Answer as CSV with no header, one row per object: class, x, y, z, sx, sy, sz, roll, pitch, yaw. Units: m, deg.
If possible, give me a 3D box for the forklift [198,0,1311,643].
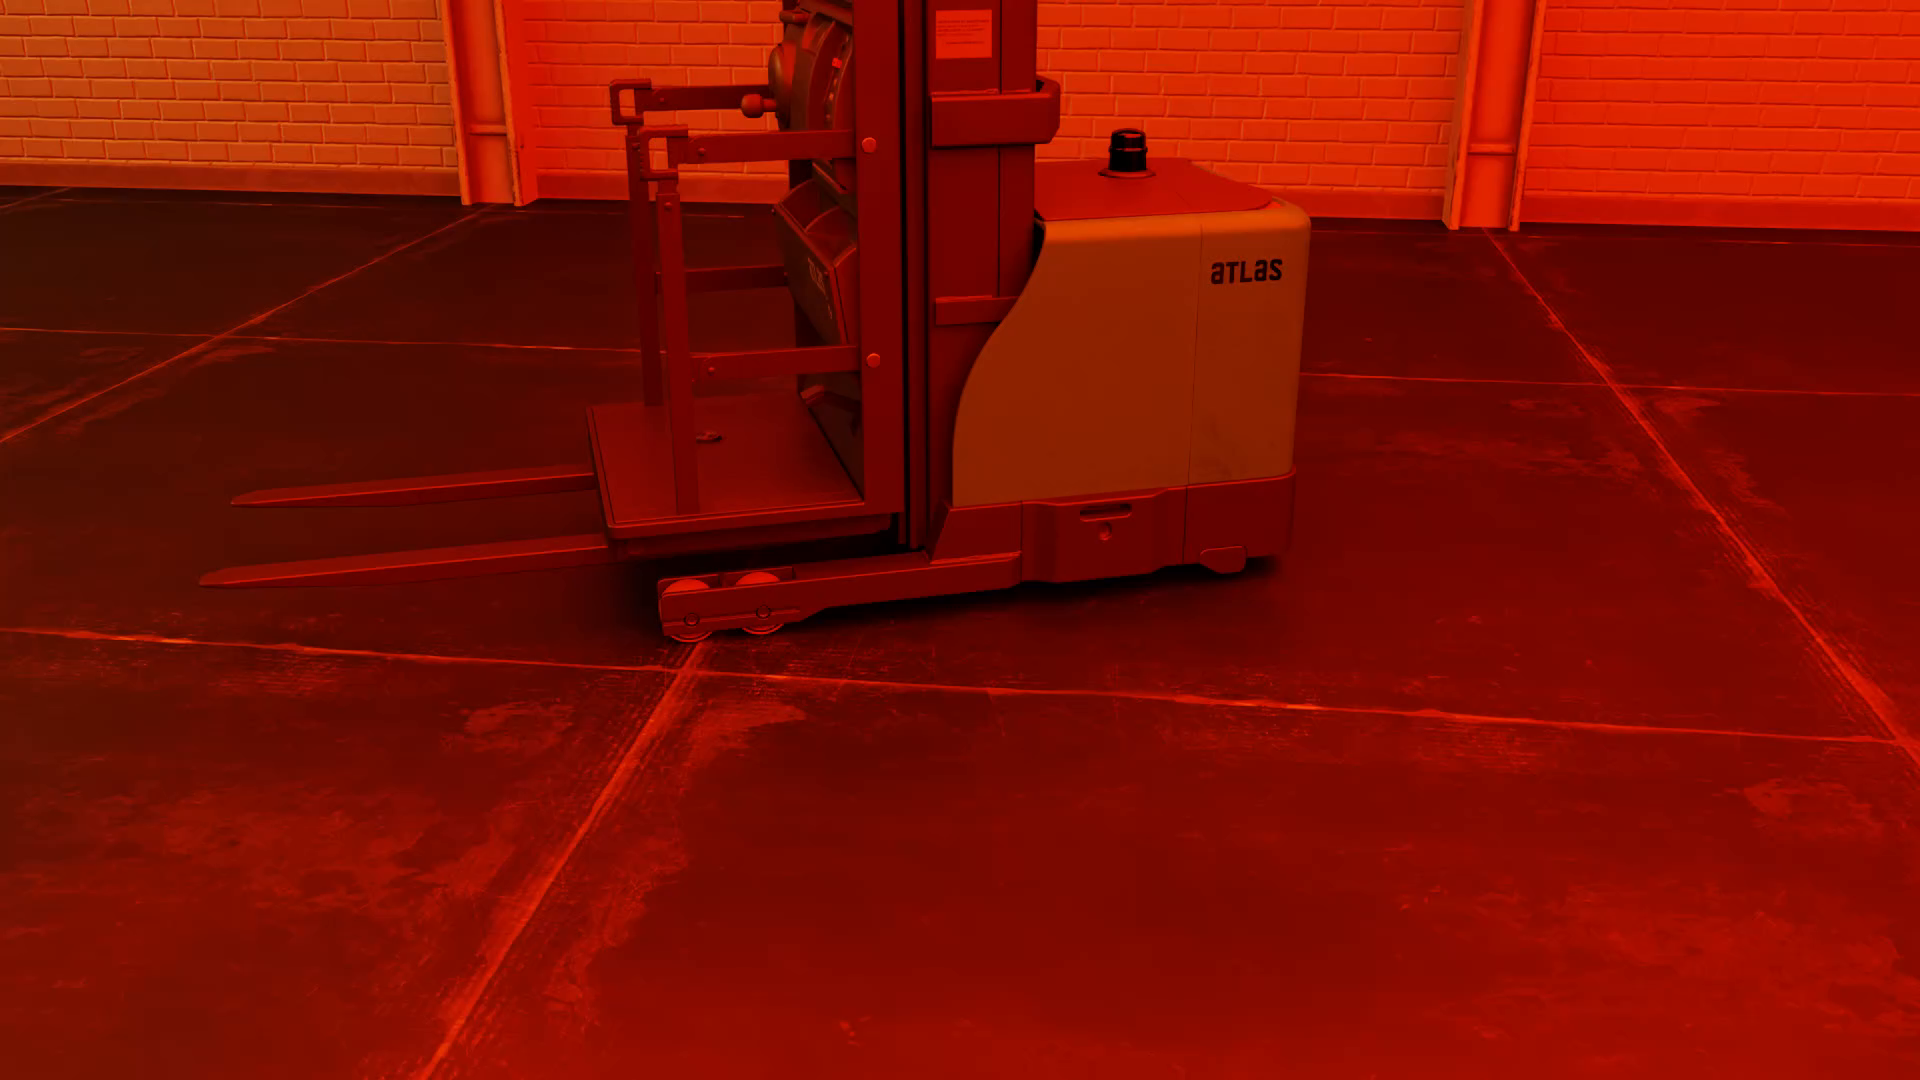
forklift,-0.588,-1.301,4.485,3.031,2.935,1.130,-6,23,-14
